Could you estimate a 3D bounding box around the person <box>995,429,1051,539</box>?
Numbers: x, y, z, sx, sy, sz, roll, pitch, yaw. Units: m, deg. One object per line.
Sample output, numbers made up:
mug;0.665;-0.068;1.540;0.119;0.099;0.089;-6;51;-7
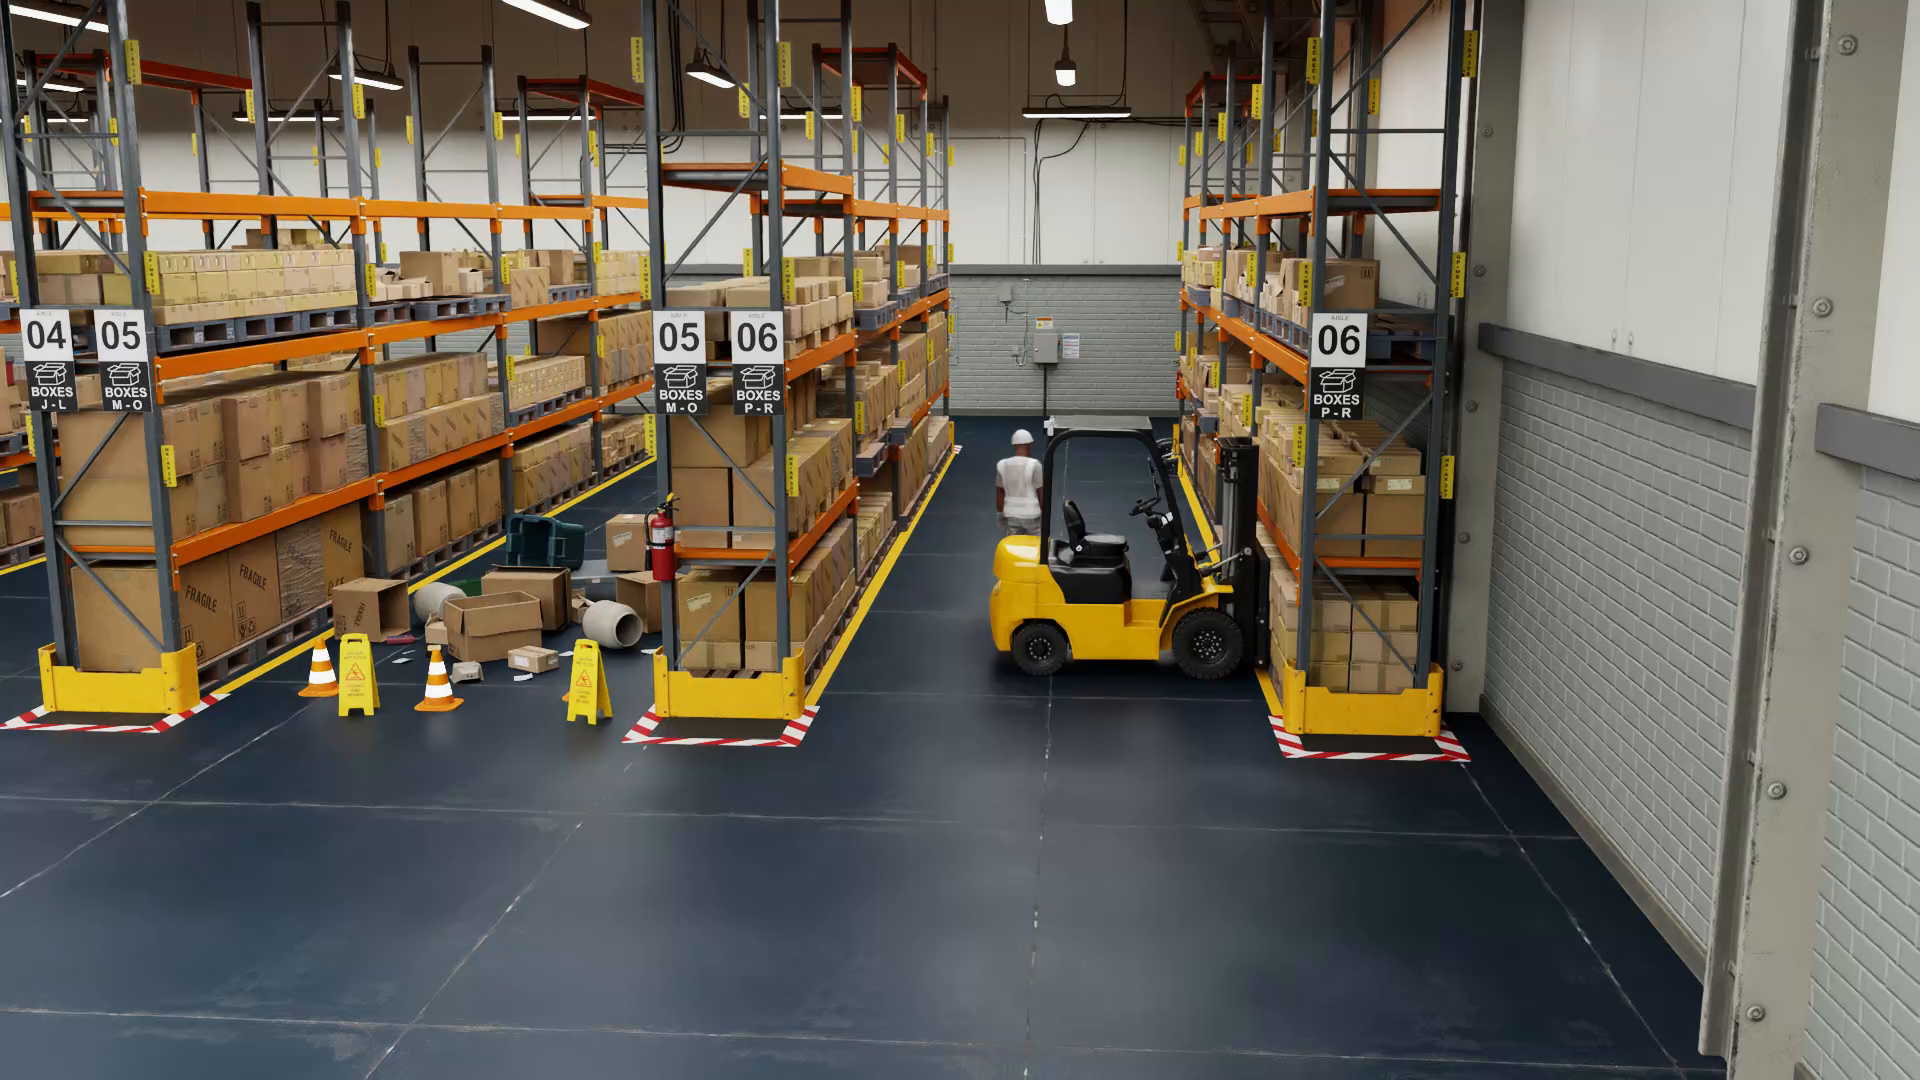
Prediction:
person;0.666;-0.240;17.149;0.576;1.811;0.409;6;12;29
